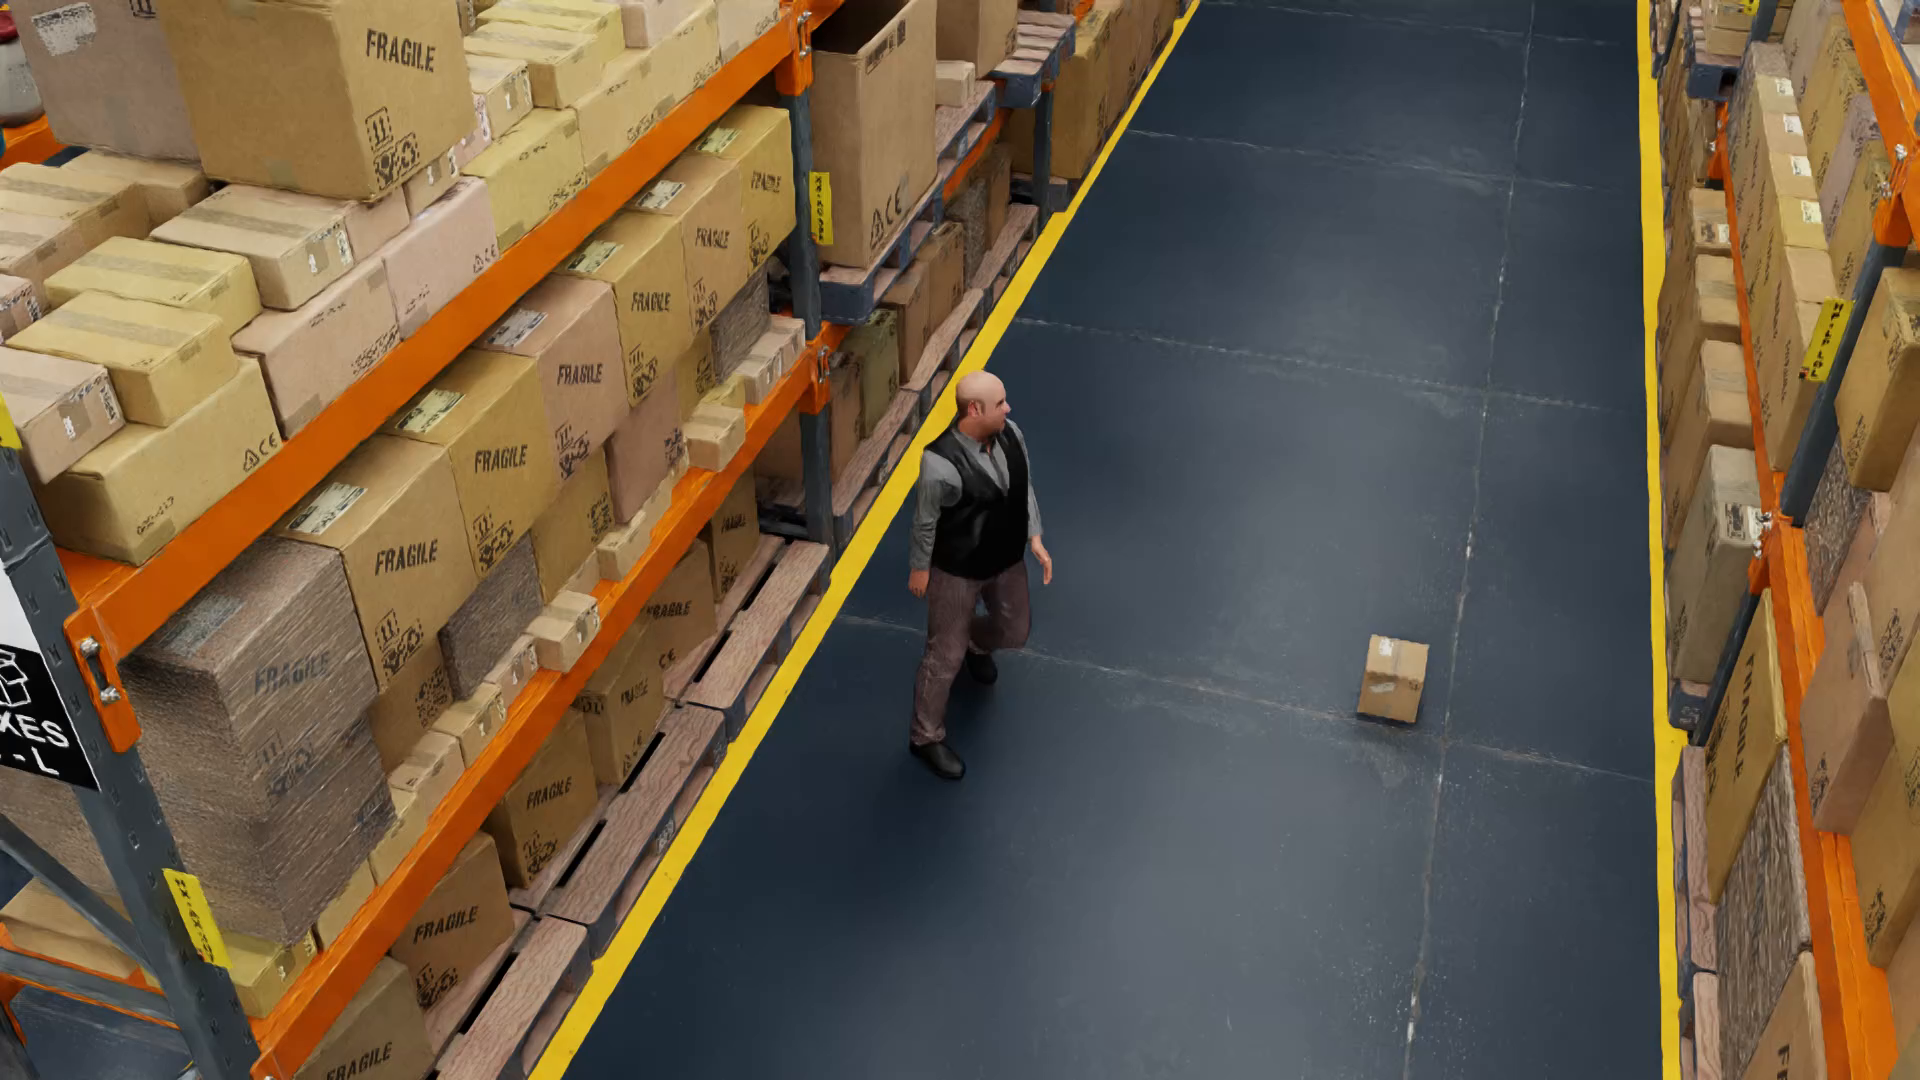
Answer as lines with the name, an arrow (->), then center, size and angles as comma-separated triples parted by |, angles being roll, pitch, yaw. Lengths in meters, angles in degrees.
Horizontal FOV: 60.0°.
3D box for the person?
person -> 0.051, 0.109, 6.781 | 0.573, 1.695, 0.687 | 27, 44, 31
